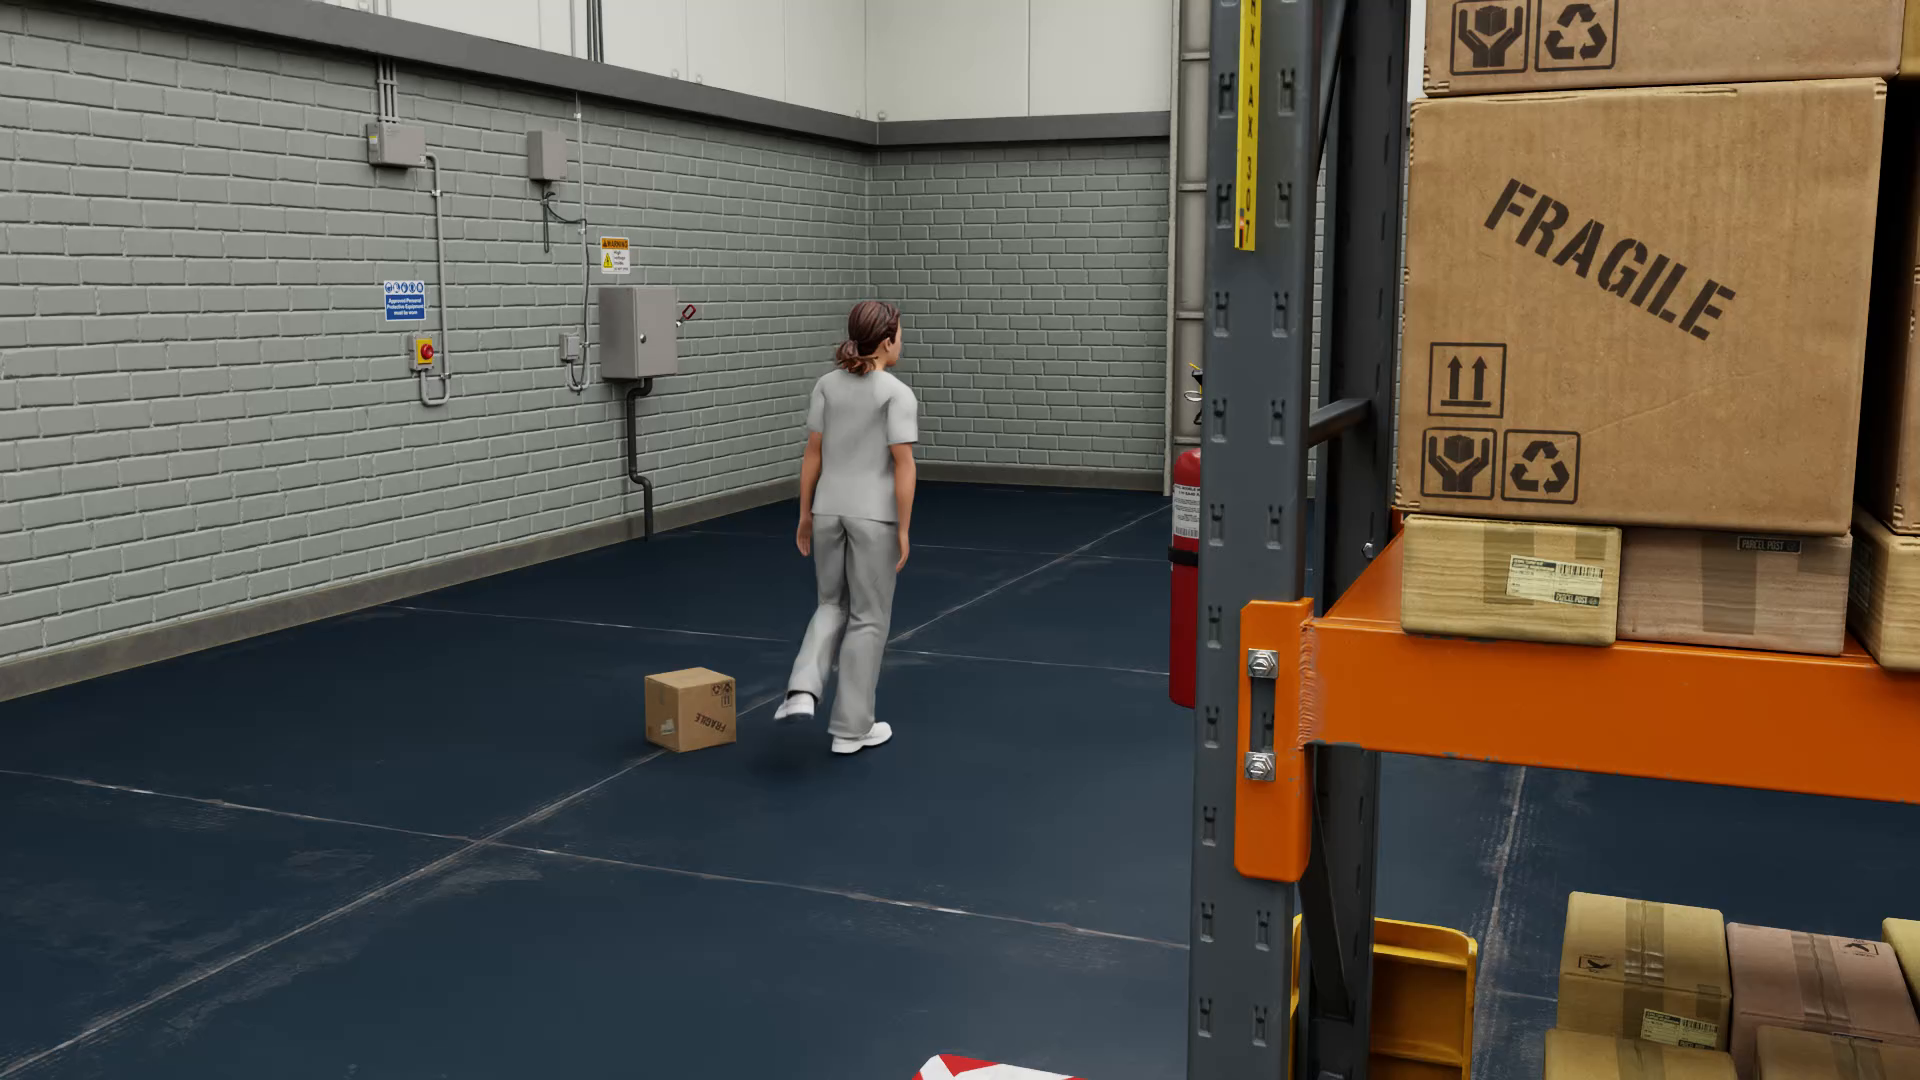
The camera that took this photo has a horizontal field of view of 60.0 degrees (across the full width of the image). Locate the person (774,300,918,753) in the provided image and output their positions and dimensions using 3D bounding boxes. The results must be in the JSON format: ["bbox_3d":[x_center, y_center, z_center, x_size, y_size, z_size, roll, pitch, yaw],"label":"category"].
[{"bbox_3d":[-0.419,-0.038,6.099,0.522,1.665,0.510,5,10,27],"label":"person"}]
